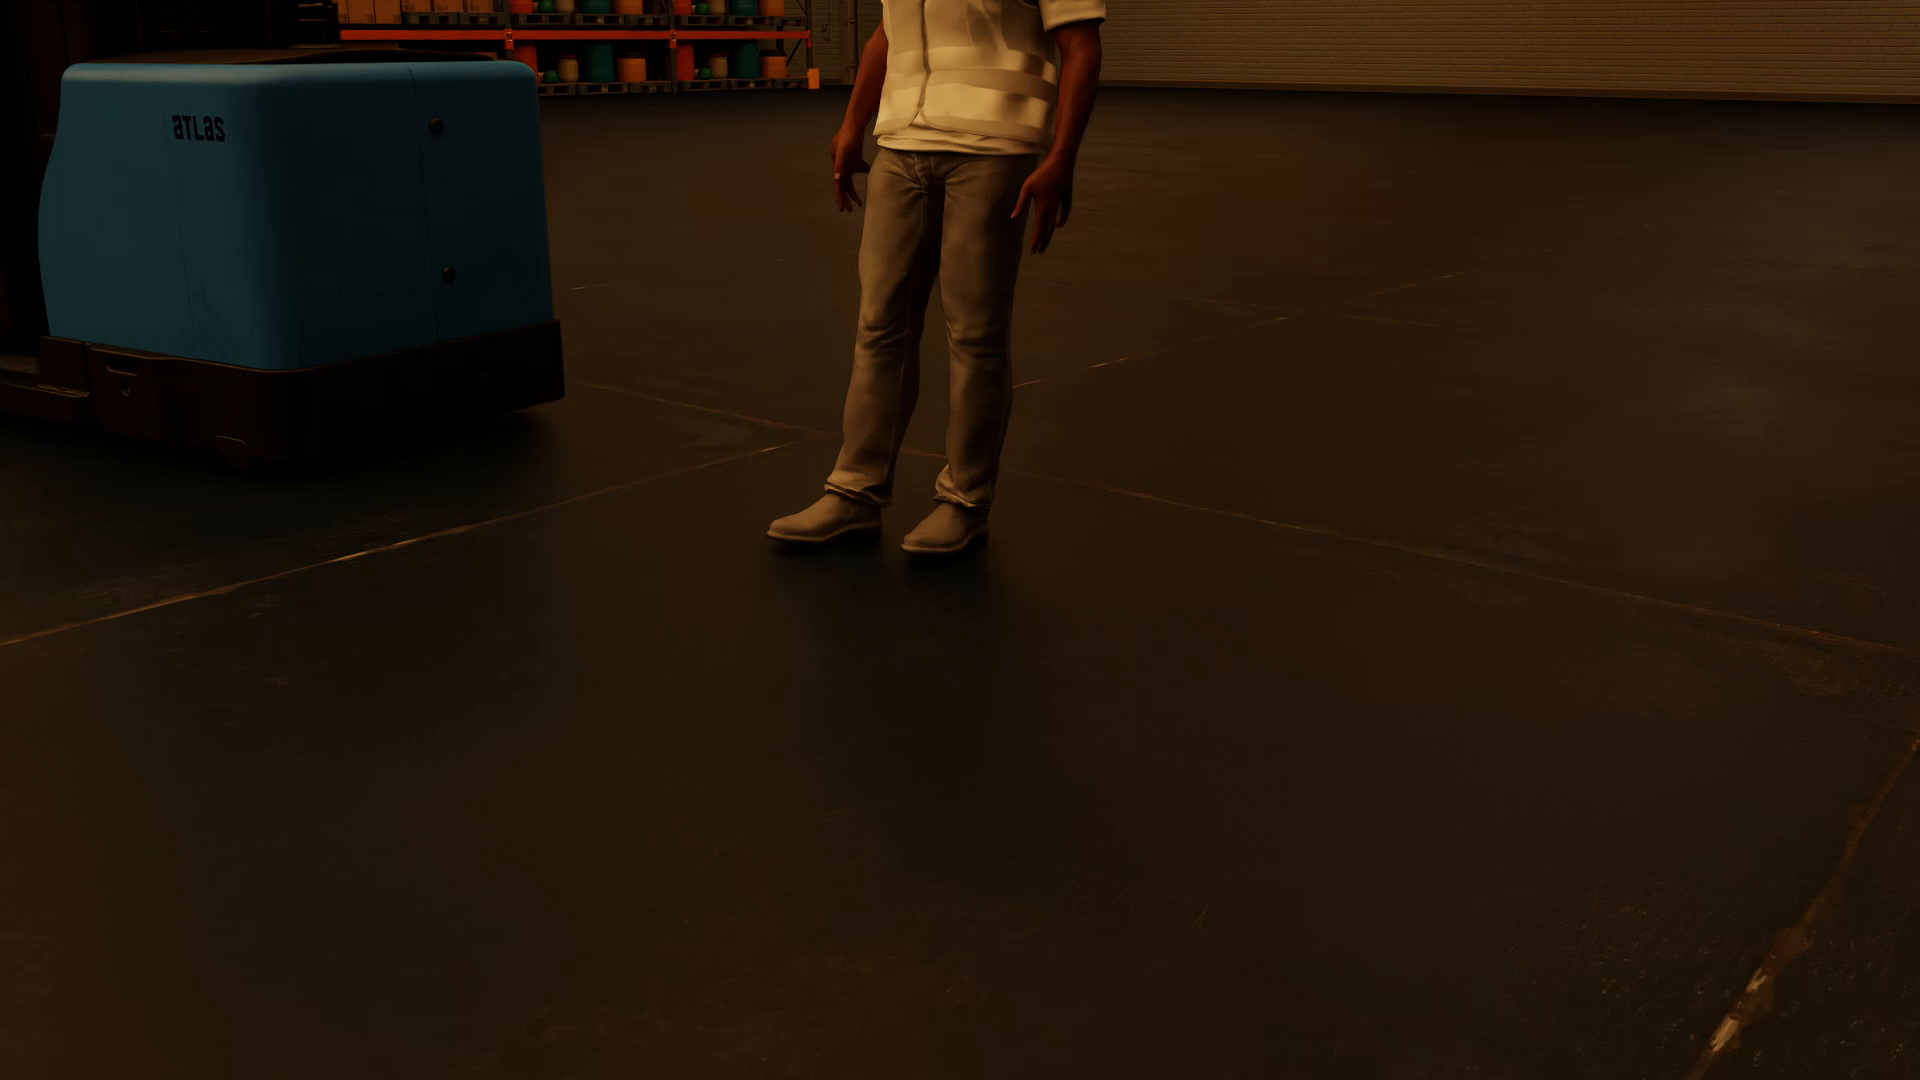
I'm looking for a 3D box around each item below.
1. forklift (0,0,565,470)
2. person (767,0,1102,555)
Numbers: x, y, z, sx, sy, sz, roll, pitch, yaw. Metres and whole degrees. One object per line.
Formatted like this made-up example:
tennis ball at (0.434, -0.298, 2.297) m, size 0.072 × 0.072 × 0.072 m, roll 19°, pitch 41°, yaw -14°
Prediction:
forklift at (-2.750, -1.891, 5.126) m, size 3.031 × 2.935 × 1.130 m, roll 10°, pitch 20°, yaw 30°
person at (-0.049, -0.838, 3.636) m, size 0.665 × 1.765 × 0.577 m, roll 13°, pitch 21°, yaw 37°
